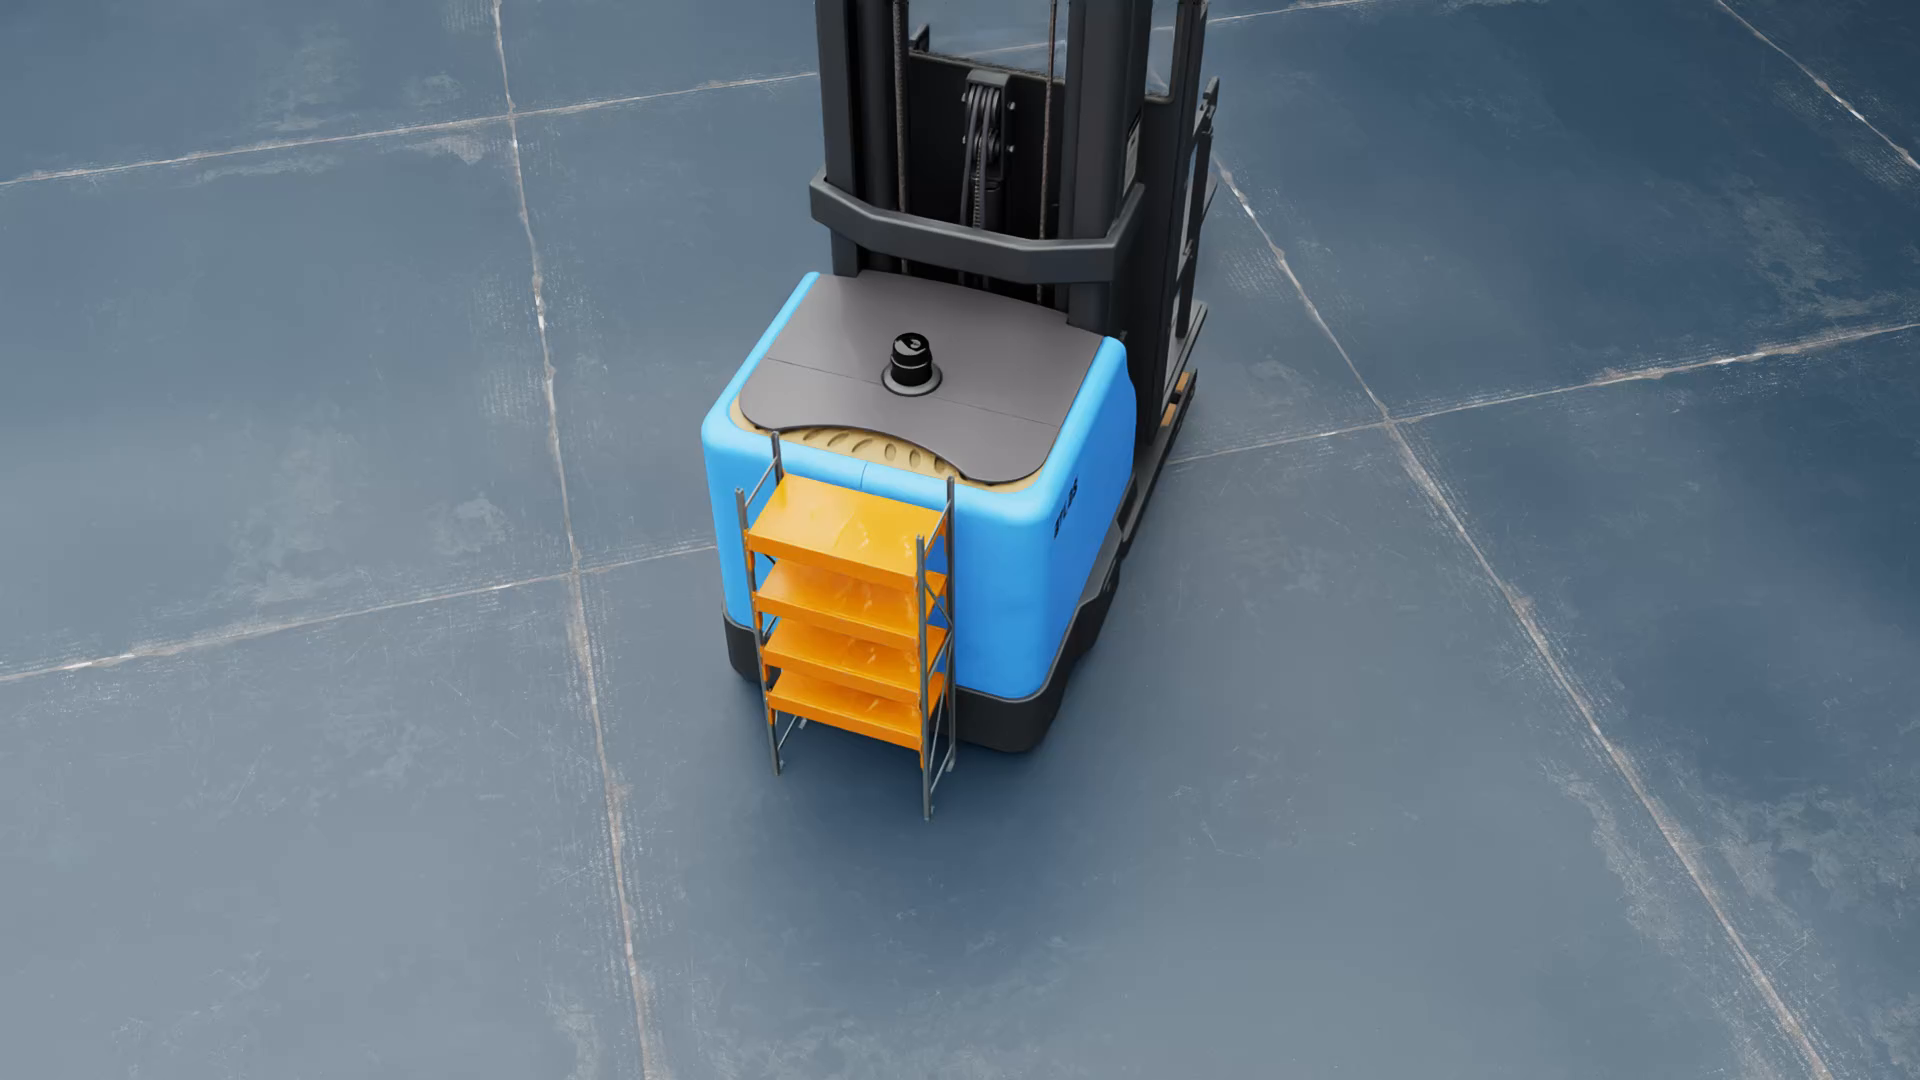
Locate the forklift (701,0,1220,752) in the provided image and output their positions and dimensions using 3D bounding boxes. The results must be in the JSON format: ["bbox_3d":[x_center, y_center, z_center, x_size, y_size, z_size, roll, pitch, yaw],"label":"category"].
[{"bbox_3d":[0.242,-1.457,5.126,1.130,2.935,3.031,14,47,14],"label":"forklift"}]

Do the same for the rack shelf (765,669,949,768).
[{"bbox_3d":[-0.289,0.460,4.830,0.480,0.148,0.258,14,48,14],"label":"rack shelf"}]

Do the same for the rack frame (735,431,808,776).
[{"bbox_3d":[-0.519,0.216,4.697,0.015,1.200,0.240,14,48,14],"label":"rack frame"}]

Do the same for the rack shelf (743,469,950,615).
[{"bbox_3d":[-0.290,0.001,4.357,0.480,0.148,0.258,14,48,14],"label":"rack shelf"}]

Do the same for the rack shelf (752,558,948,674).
[{"bbox_3d":[-0.290,0.166,4.527,0.480,0.148,0.258,14,48,14],"label":"rack shelf"}]

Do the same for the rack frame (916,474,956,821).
[{"bbox_3d":[-0.060,0.334,4.582,0.015,1.200,0.240,14,48,14],"label":"rack frame"}]

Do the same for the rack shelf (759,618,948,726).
[{"bbox_3d":[-0.290,0.322,4.688,0.480,0.148,0.258,14,48,14],"label":"rack shelf"}]

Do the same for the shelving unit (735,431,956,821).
[{"bbox_3d":[-0.290,0.275,4.639,0.503,1.200,0.258,14,48,14],"label":"shelving unit"}]
